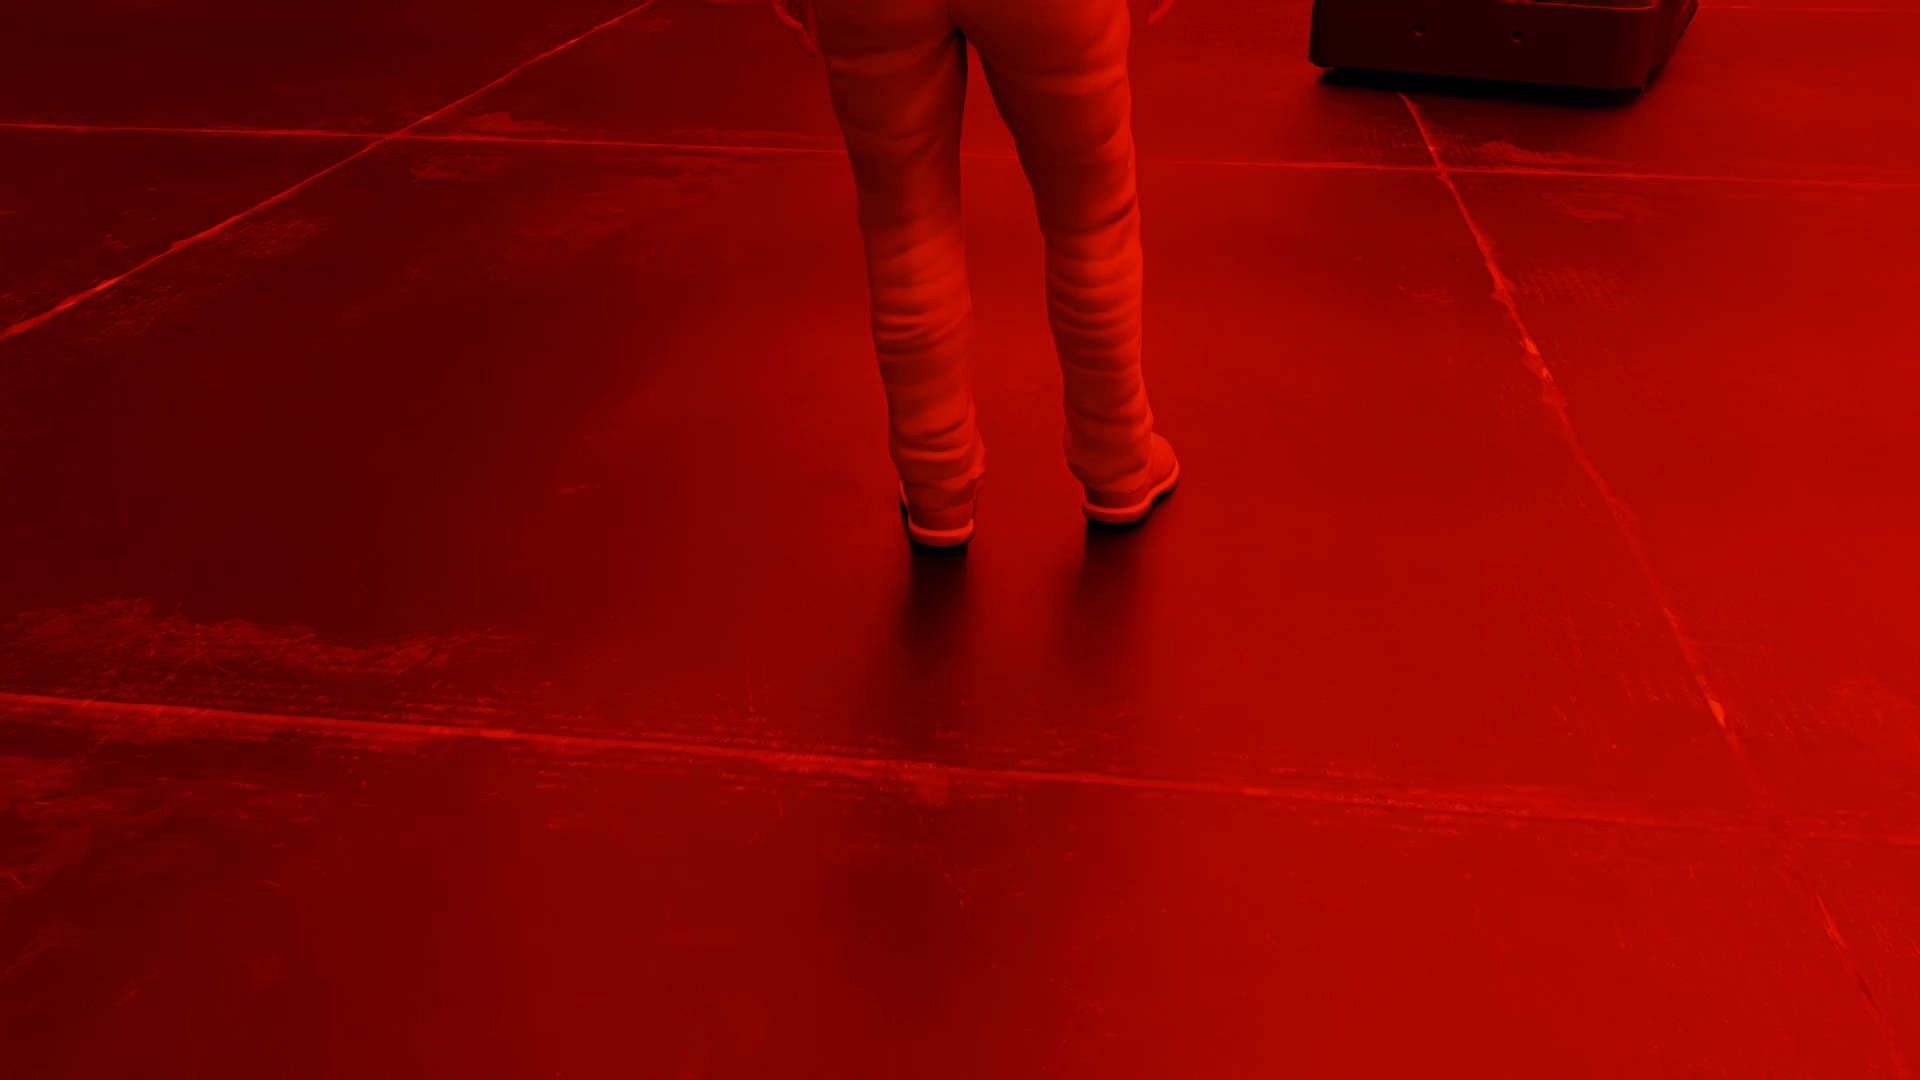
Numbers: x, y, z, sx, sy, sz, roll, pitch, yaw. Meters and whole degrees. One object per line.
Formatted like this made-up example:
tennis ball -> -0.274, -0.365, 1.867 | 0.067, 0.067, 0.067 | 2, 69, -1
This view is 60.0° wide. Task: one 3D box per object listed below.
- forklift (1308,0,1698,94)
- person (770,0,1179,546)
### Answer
forklift -> 2.260, -3.327, 5.886 | 1.130, 2.935, 3.031 | 12, 29, 23
person -> 0.033, -0.784, 2.190 | 0.598, 1.670, 0.529 | 3, 27, 7
